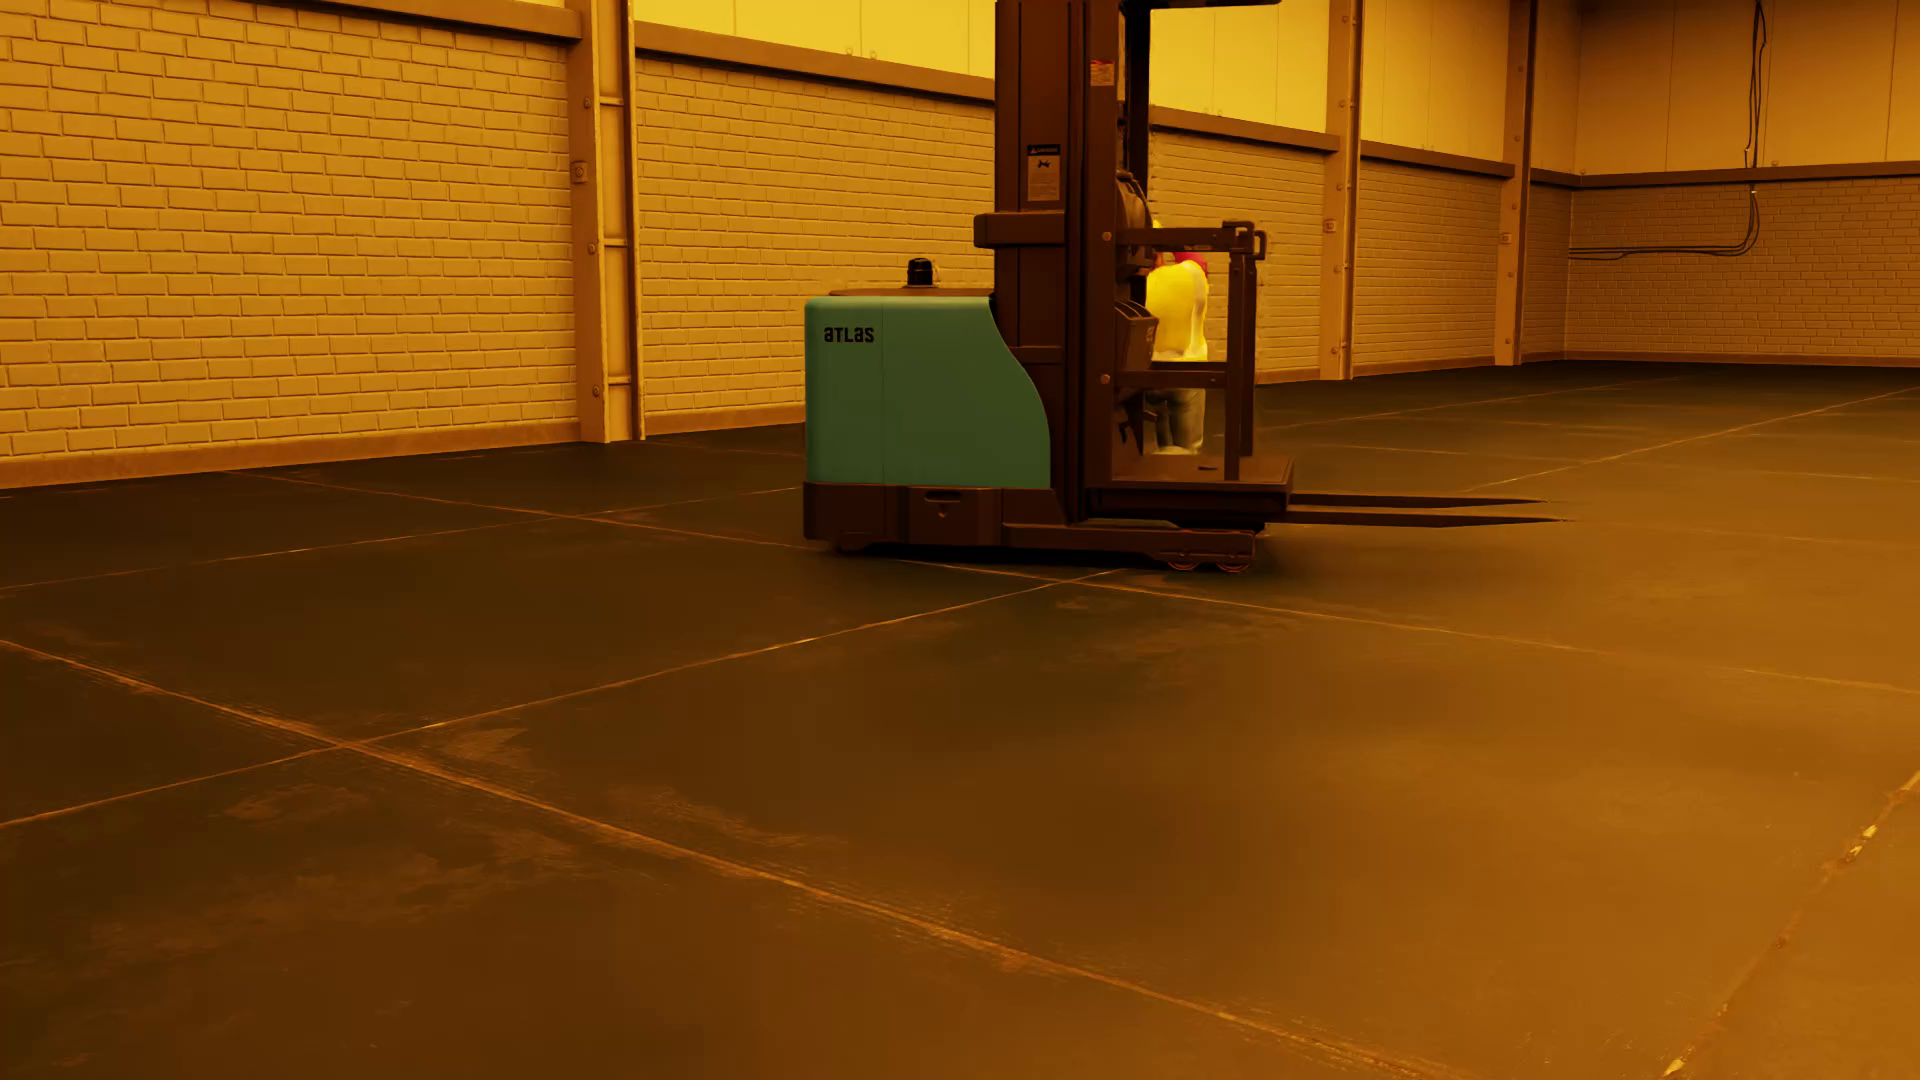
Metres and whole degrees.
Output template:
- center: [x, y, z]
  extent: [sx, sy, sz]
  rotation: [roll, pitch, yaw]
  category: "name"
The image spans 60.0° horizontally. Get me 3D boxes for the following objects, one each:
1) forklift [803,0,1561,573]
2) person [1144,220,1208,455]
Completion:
- center: [0.916, -1.405, 6.887]
  extent: [3.031, 2.935, 1.130]
  rotation: [2, 9, 13]
  category: "forklift"
- center: [0.817, -0.948, 8.821]
  extent: [1.002, 1.469, 0.957]
  rotation: [2, 9, 12]
  category: "person"
